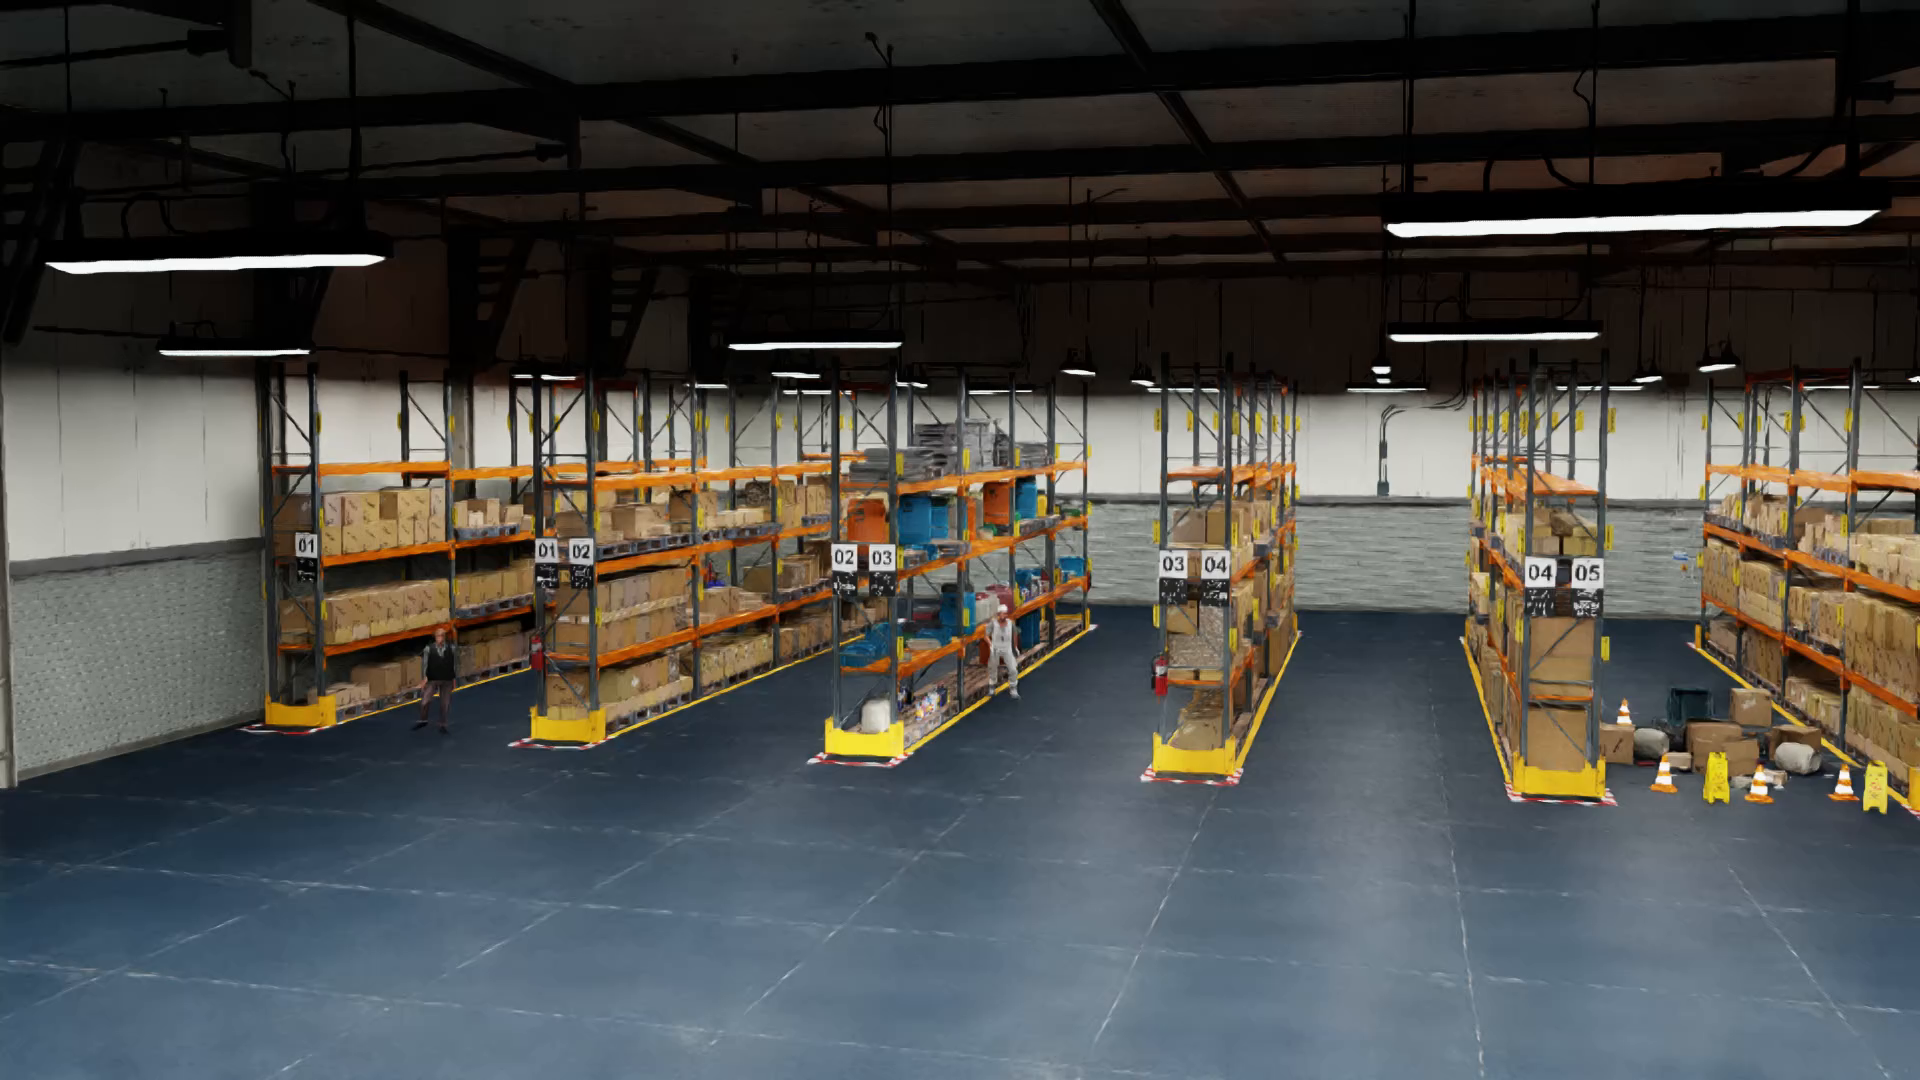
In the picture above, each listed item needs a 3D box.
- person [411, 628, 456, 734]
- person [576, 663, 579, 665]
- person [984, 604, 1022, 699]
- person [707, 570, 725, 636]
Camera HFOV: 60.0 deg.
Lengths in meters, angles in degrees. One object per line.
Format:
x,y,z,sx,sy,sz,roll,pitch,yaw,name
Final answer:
-8.471,2.262,26.765,0.712,1.712,0.515,-2,4,-26,person
-7.729,1.822,33.673,0.490,1.597,0.999,0,4,6,person
0.756,2.014,30.094,0.671,1.727,0.773,0,4,-6,person
-5.699,1.463,38.796,0.449,1.566,1.074,1,4,16,person
